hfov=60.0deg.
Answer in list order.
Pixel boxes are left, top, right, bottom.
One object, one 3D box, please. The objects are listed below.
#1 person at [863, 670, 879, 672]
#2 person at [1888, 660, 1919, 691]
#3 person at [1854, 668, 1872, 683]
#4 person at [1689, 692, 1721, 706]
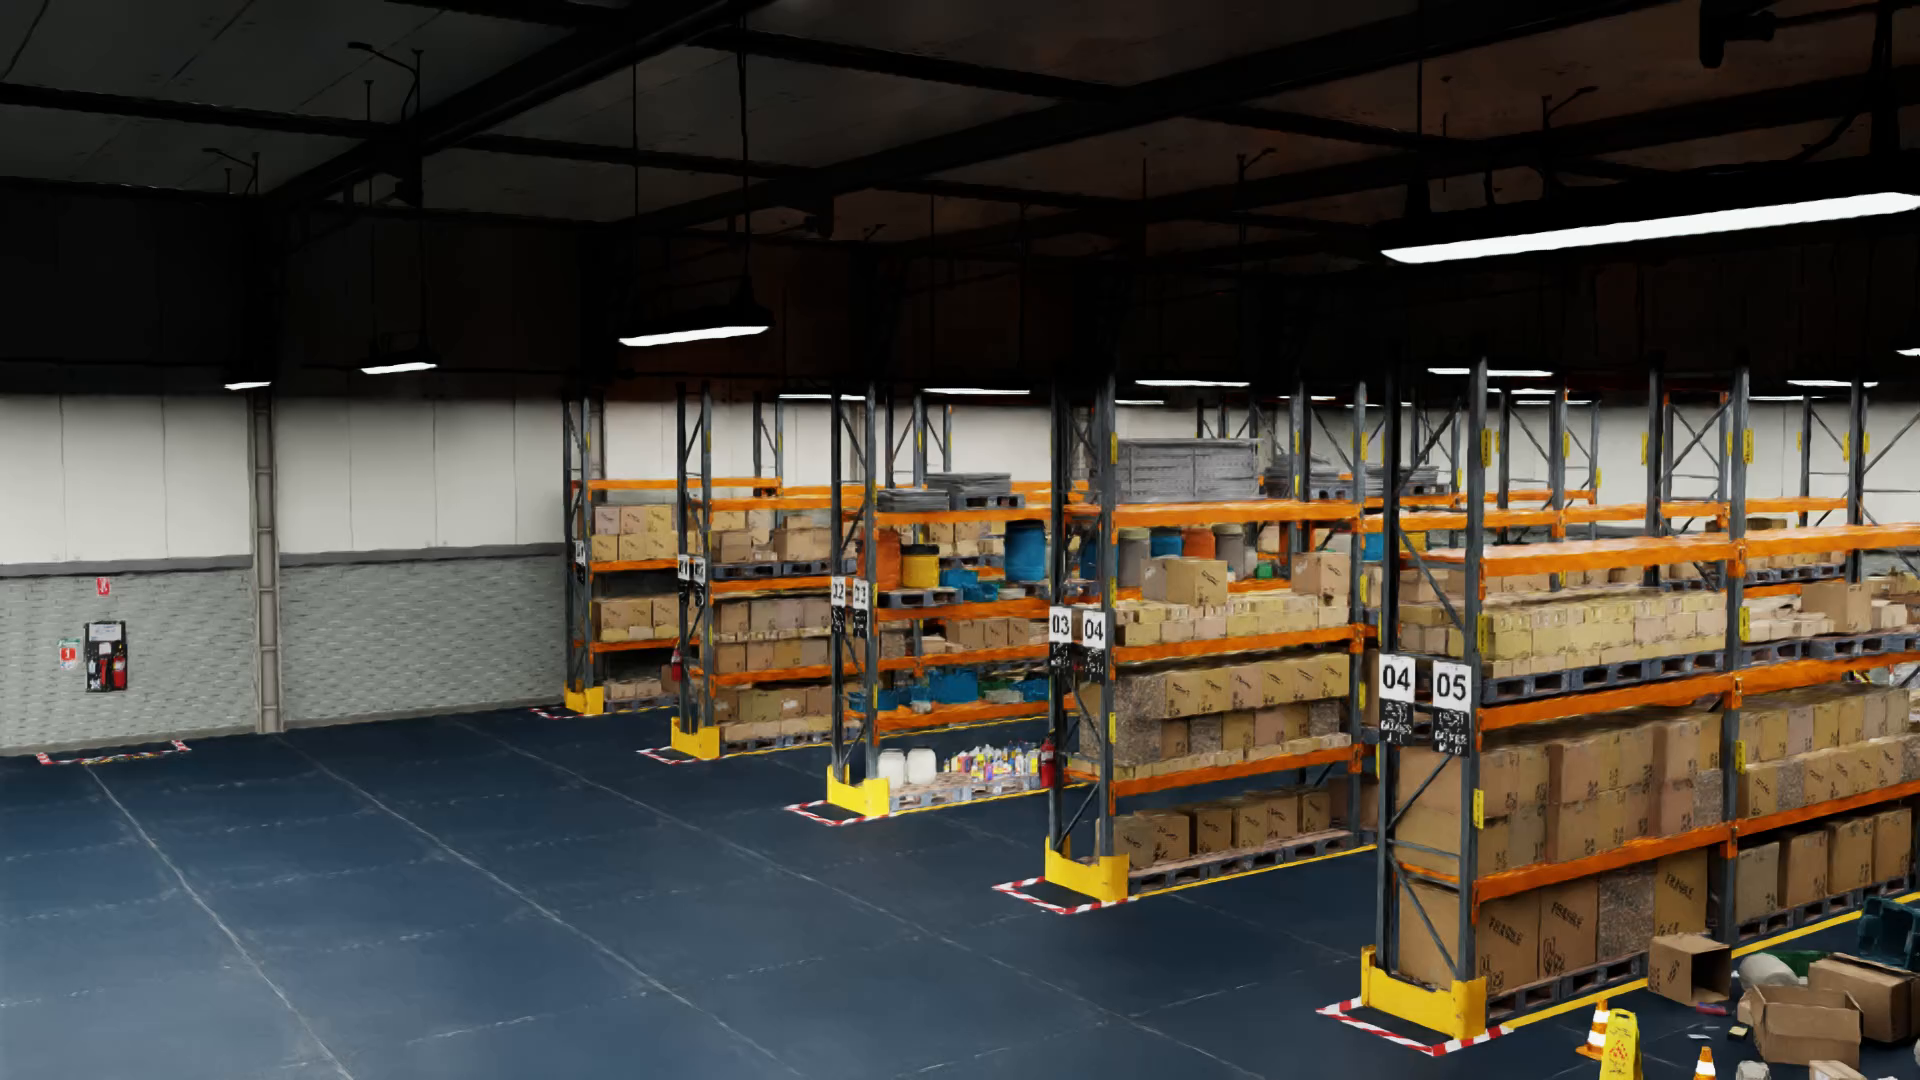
[{"bbox_3d":[-1.705,2.391,30.744,1.110,1.569,0.443,-3,5,-37],"label":"person"},{"bbox_3d":[16.538,2.398,29.299,0.720,1.786,0.494,1,4,11],"label":"person"},{"bbox_3d":[13.797,2.632,25.491,0.657,1.769,0.390,-3,5,-40],"label":"person"},{"bbox_3d":[10.319,2.790,22.928,0.677,1.766,0.636,0,4,-3],"label":"person"}]
